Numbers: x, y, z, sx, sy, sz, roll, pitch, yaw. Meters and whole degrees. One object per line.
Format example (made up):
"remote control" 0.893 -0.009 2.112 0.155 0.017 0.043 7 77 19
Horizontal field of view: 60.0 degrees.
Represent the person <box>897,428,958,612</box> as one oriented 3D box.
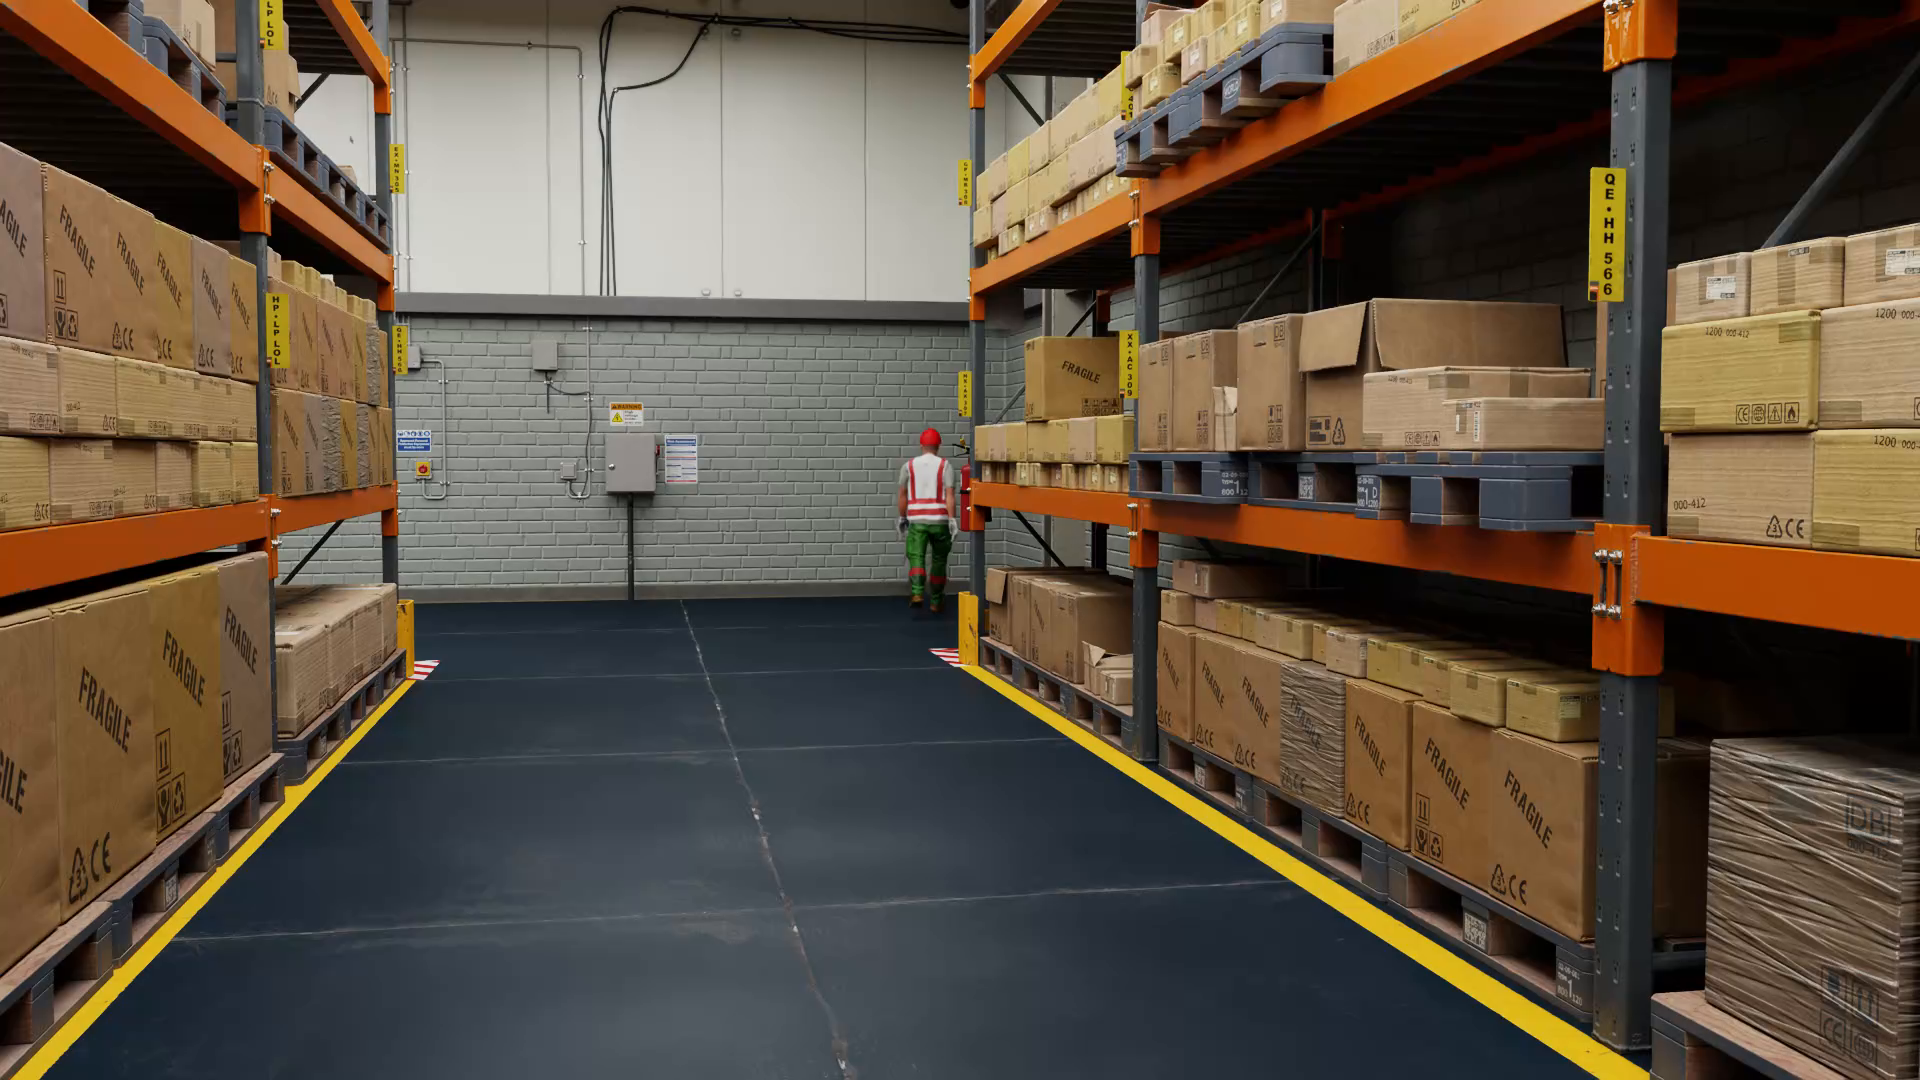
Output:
"person" -0.305 -0.173 15.495 0.584 1.744 1.087 0 3 3
